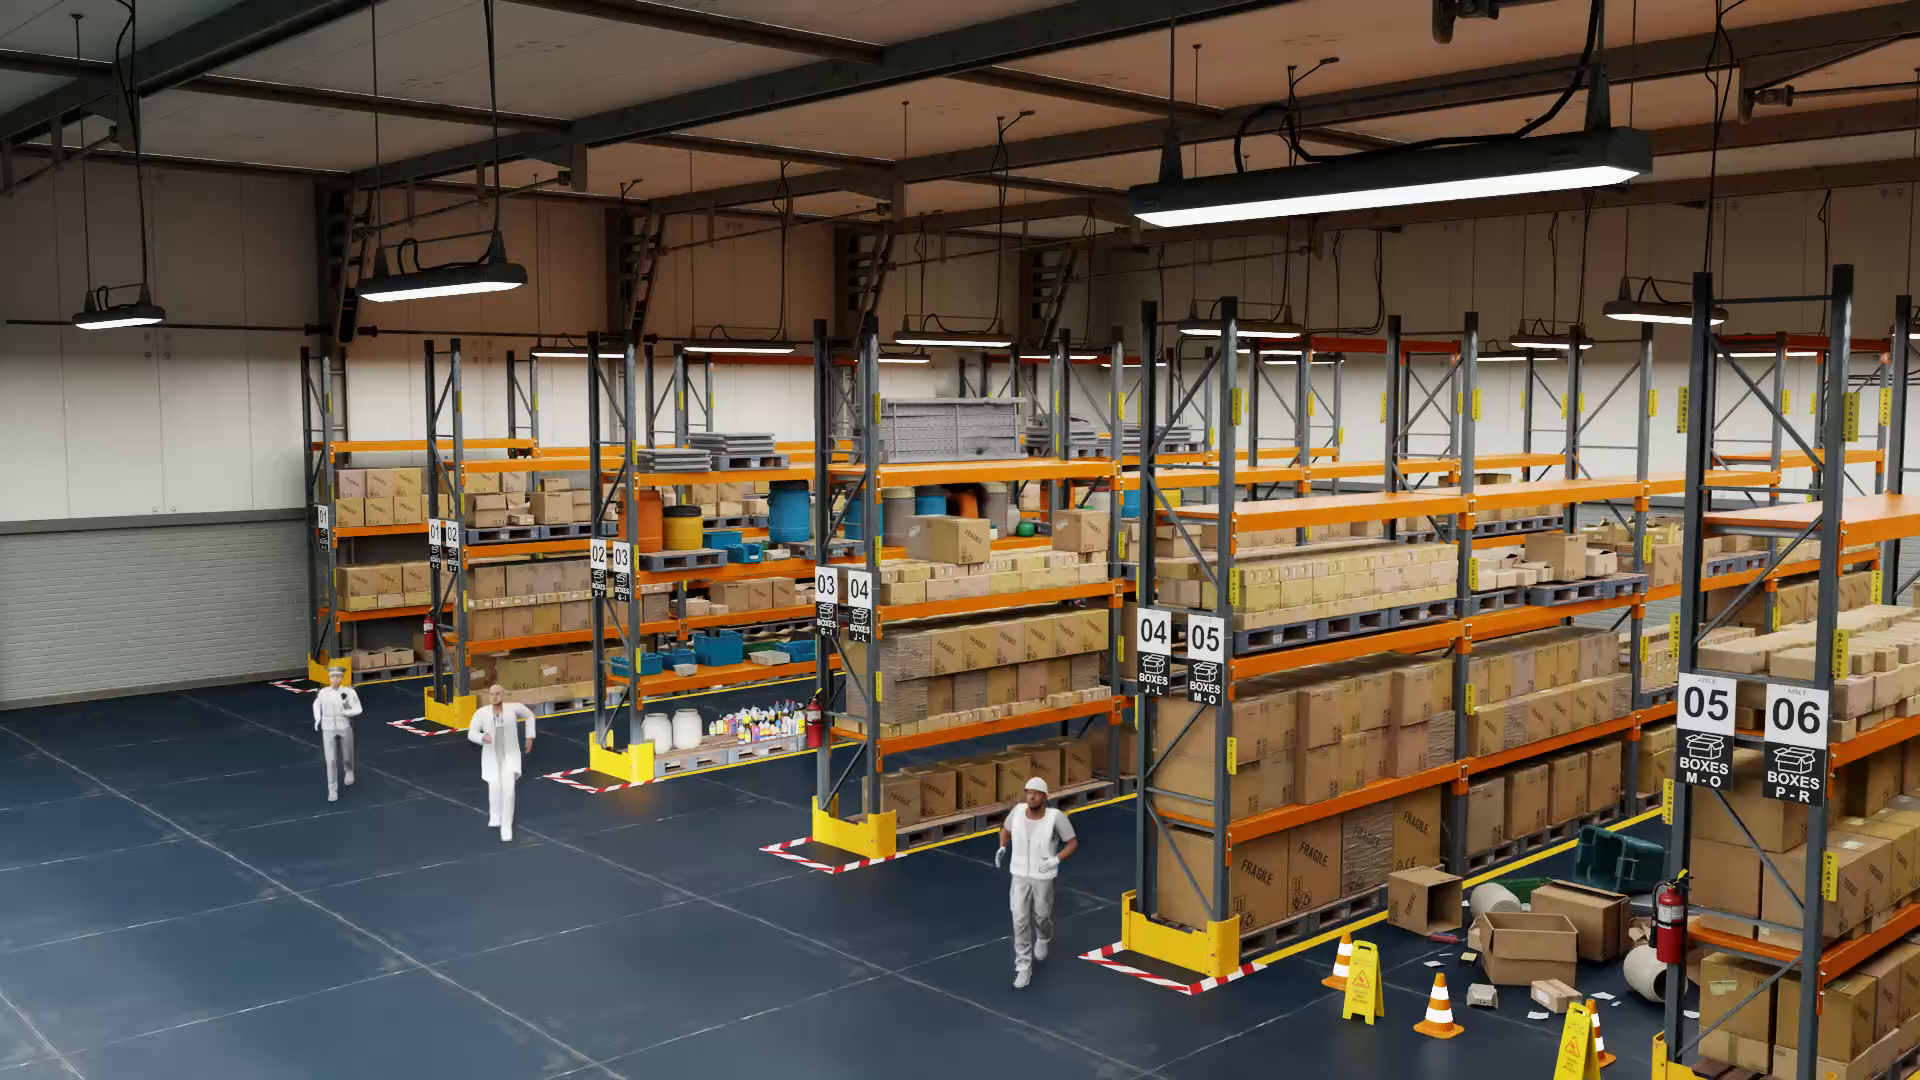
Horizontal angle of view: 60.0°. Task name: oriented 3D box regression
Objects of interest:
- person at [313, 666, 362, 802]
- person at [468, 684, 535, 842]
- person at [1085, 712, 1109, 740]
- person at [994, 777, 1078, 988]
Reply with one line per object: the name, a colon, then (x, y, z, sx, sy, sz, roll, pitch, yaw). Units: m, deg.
person: (-7.978, 2.433, 21.313, 0.618, 1.672, 0.910, -1, 5, -14)
person: (-5.343, 2.576, 19.433, 0.734, 1.824, 0.973, -1, 5, -8)
person: (2.045, 2.214, 24.479, 0.503, 1.644, 0.710, 3, 6, 35)
person: (0.673, 2.995, 14.787, 0.734, 1.796, 0.828, 2, 5, 20)
